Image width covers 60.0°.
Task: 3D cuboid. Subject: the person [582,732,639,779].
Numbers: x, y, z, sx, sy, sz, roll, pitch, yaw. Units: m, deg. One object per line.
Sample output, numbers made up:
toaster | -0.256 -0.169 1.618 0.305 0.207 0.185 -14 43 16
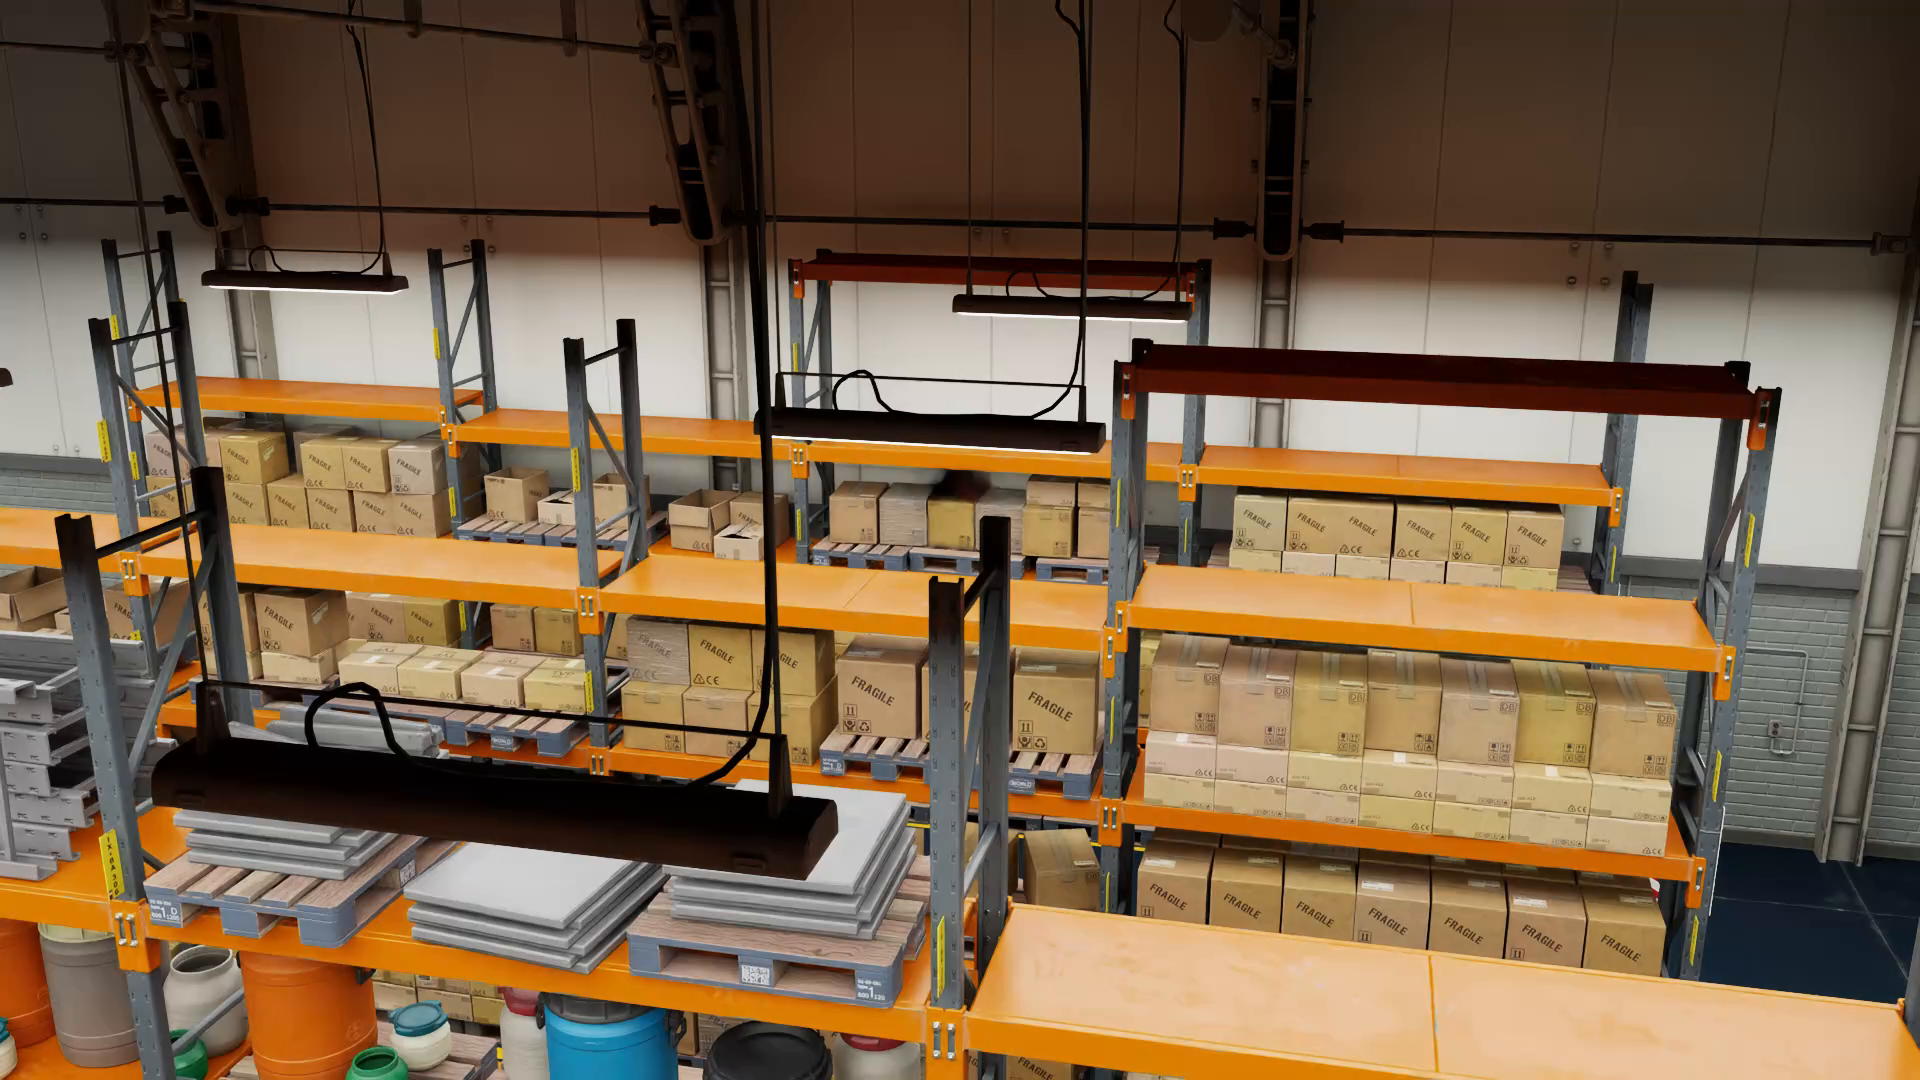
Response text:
person | -3.396 2.508 16.236 0.583 1.741 0.388 2 16 6
